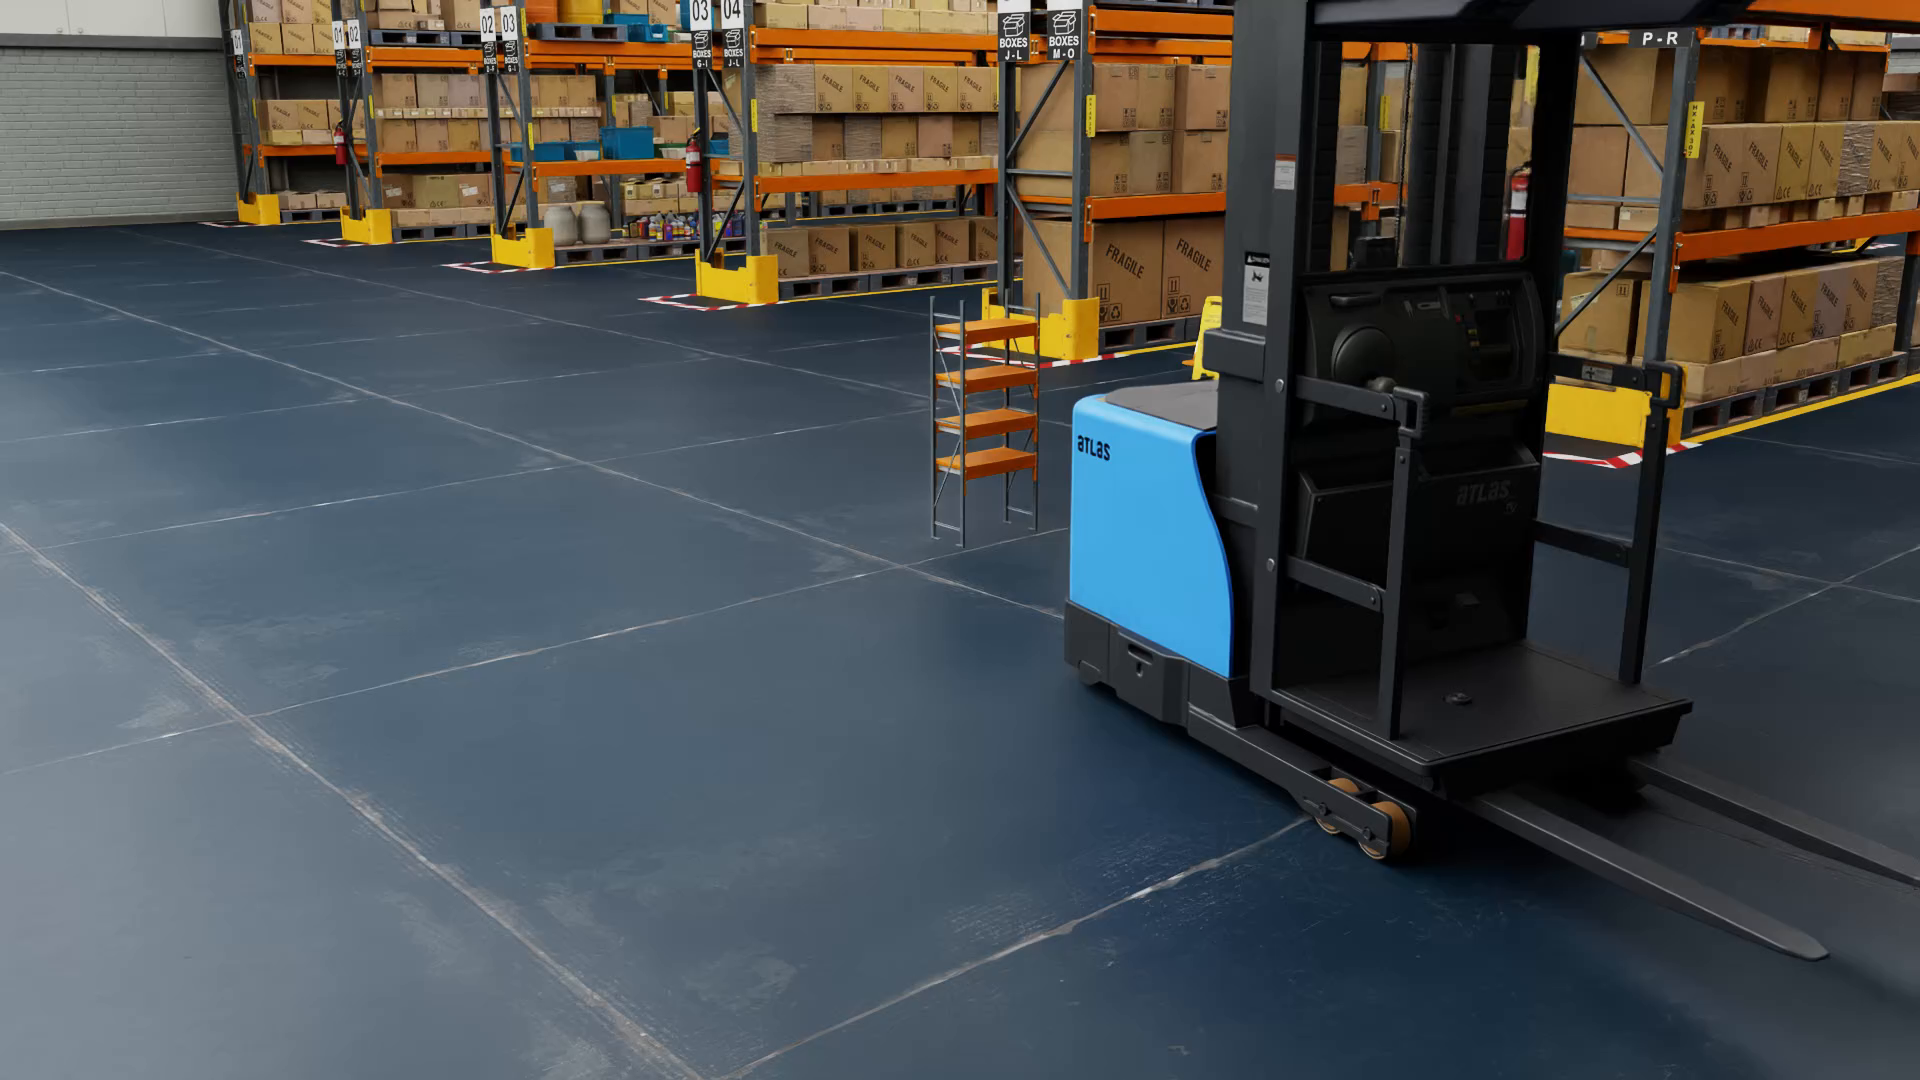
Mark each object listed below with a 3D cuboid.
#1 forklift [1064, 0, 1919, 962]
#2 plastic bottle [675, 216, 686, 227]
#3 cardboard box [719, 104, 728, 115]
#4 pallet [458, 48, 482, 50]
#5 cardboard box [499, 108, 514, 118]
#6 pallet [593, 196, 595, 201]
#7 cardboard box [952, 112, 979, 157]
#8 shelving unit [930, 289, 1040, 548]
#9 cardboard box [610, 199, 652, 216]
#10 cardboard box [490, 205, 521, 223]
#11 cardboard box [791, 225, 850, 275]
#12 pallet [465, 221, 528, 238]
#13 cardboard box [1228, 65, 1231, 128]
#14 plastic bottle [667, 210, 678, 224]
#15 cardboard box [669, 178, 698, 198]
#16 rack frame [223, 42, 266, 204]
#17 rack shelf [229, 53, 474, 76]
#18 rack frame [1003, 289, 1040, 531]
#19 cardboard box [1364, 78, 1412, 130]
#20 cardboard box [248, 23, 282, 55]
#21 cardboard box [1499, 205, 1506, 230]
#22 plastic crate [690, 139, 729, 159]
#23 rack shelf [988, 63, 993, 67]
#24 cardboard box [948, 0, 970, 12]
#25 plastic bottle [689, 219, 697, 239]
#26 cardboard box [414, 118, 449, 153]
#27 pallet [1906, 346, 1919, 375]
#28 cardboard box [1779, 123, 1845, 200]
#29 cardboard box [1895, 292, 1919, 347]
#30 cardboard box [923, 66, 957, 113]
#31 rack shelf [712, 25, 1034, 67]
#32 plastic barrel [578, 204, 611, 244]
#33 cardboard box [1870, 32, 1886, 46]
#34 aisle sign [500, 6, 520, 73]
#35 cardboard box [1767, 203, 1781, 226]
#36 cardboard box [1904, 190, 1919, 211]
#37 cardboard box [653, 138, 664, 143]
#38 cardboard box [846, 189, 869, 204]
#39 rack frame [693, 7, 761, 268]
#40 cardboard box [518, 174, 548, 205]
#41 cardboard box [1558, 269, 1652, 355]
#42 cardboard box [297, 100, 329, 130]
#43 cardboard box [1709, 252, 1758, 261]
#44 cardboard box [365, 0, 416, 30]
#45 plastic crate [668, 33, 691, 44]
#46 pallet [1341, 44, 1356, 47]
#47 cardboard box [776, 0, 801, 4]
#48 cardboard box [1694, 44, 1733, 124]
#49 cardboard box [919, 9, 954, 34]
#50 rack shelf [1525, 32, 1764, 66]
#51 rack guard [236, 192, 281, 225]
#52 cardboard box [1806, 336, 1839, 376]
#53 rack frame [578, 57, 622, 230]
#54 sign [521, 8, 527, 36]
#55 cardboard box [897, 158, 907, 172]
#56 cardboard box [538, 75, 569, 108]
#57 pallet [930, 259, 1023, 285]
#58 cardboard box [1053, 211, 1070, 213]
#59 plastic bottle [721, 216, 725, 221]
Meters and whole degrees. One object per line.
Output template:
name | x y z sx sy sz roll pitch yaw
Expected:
forklift | 1.531 -0.626 4.915 1.130 2.935 3.031 -8 17 -27
plastic bottle | -3.944 -4.421 23.413 0.135 0.276 0.152 -13 19 -39
cardboard box | -4.891 -8.720 34.274 0.500 0.500 0.500 -13 20 -40
pallet | -8.683 -9.080 30.981 1.003 0.211 1.213 -13 19 -39
cardboard box | -7.186 -6.687 26.022 0.250 0.149 0.380 -12 19 -38
pallet | -7.712 -6.630 32.663 1.213 0.211 1.003 -13 19 -39
cardboard box | -0.244 -4.794 19.617 0.500 0.500 0.875 -13 19 -39
shelving unit | 0.125 -0.608 8.200 0.503 1.200 0.258 -13 19 -39
cardboard box | -5.497 -5.568 27.798 0.500 0.250 0.500 -13 20 -41
cardboard box | -7.298 -5.172 26.314 0.500 0.250 0.500 -13 19 -39
cardboard box | -1.571 -3.273 18.719 0.500 0.500 0.500 -7 17 -25
pallet | -7.512 -4.992 26.530 1.213 0.211 1.003 -13 19 -39
cardboard box | 2.184 -4.028 15.135 0.500 0.550 0.875 -13 19 -39
plastic bottle | -4.060 -4.482 23.496 0.185 0.351 0.144 -13 20 -40
cardboard box | -4.718 -6.012 28.374 0.500 0.311 0.500 -14 20 -41
rack frame | -12.236 -6.960 28.493 0.127 3.000 1.000 -13 19 -39
rack shelf | -10.728 -8.400 29.467 4.000 0.370 1.077 -13 19 -39
rack frame | 0.309 -0.649 8.355 0.015 1.200 0.240 -13 19 -39
cardboard box | 4.086 -4.378 16.698 0.500 0.500 0.700 -13 20 -40
cardboard box | -11.820 -8.475 28.121 0.500 0.500 0.500 -12 19 -38
cardboard box | 5.557 -3.321 18.416 0.750 0.750 1.050 -12 19 -39
plastic crate | -3.372 -5.397 22.929 0.616 0.251 0.499 -13 19 -39
rack shelf | 1.580 -9.469 33.470 4.000 0.370 1.077 -13 19 -39
cardboard box | -0.105 -6.064 18.845 0.250 0.149 0.380 -13 20 -41
plastic bottle | -3.674 -4.281 22.900 0.097 0.271 0.097 0 15 0
cardboard box | -8.228 -6.211 25.496 0.500 0.500 0.700 -12 19 -38
pallet | 7.628 -1.600 13.832 1.213 0.211 1.003 -13 19 -39
cardboard box | 5.714 -2.619 11.470 0.500 0.500 0.500 -13 20 -40
cardboard box | 7.435 -1.838 13.596 0.625 0.372 0.950 -12 19 -39
cardboard box | -0.377 -5.120 18.899 0.500 0.500 0.500 -13 19 -39
rack shelf | -0.973 -5.507 18.637 4.000 0.370 1.077 -13 19 -39
plastic barrel | -4.908 -4.243 22.331 0.421 0.512 0.421 0 15 0
cardboard box | 12.599 -7.043 23.282 0.500 0.250 0.500 -13 20 -41
aisle sign | -5.595 -6.218 20.678 0.004 0.787 0.394 -13 19 -39
cardboard box | 5.245 -2.193 11.133 0.250 0.149 0.380 -12 19 -38
cardboard box | 6.999 -2.580 12.583 0.250 0.149 0.380 -13 20 -40
cardboard box | -5.162 -6.663 27.867 0.250 0.149 0.380 -13 19 -39
cardboard box | -2.024 -6.467 30.641 0.500 0.500 0.500 -14 20 -41
rack frame | -2.482 -4.067 17.663 0.127 3.000 1.000 -13 19 -39
cardboard box | -6.930 -5.621 26.544 0.500 0.500 0.500 -13 19 -39
cardboard box | 4.457 -1.561 11.342 0.500 0.500 0.500 -12 19 -39
cardboard box | -11.299 -7.363 28.803 0.500 0.500 0.500 -13 19 -39
cardboard box | 5.697 -2.175 12.384 0.250 0.149 0.380 -11 19 -36
cardboard box | -8.545 -7.862 24.774 0.637 0.503 0.797 -11 18 -36
plastic crate | -3.661 -6.680 22.144 0.396 0.136 0.243 -13 19 -39
pallet | 4.846 -7.089 23.532 1.213 0.211 1.003 -12 19 -37
cardboard box | -1.863 -5.663 17.344 0.250 0.149 0.380 -12 19 -38
cardboard box | 4.652 -3.026 11.058 0.500 0.500 0.700 -12 19 -39
cardboard box | -0.418 -5.819 18.702 0.500 0.250 0.500 -13 20 -40
rack shelf | 8.242 -5.880 20.032 4.000 0.370 1.077 -13 19 -39
rack guard | -12.179 -5.765 28.864 0.348 0.500 1.175 -13 19 -39
cardboard box | 5.990 -1.360 12.043 0.500 0.250 0.500 -12 19 -39
rack frame | -5.964 -6.674 27.422 0.127 3.000 1.000 -13 19 -39
sign | -5.375 -6.377 20.481 0.005 0.325 0.100 -13 19 -39
cardboard box | -0.813 -4.251 18.838 0.250 0.149 0.380 -13 19 -39
cardboard box | -6.675 -7.187 26.634 0.500 0.500 0.700 -13 20 -39
pallet | 0.052 -3.277 20.108 1.213 0.211 1.003 -13 19 -39
cardboard box | 1.385 -3.926 21.128 0.500 0.500 0.700 -13 20 -40
plastic bottle | -3.273 -4.432 23.456 0.135 0.276 0.152 -13 19 -39
